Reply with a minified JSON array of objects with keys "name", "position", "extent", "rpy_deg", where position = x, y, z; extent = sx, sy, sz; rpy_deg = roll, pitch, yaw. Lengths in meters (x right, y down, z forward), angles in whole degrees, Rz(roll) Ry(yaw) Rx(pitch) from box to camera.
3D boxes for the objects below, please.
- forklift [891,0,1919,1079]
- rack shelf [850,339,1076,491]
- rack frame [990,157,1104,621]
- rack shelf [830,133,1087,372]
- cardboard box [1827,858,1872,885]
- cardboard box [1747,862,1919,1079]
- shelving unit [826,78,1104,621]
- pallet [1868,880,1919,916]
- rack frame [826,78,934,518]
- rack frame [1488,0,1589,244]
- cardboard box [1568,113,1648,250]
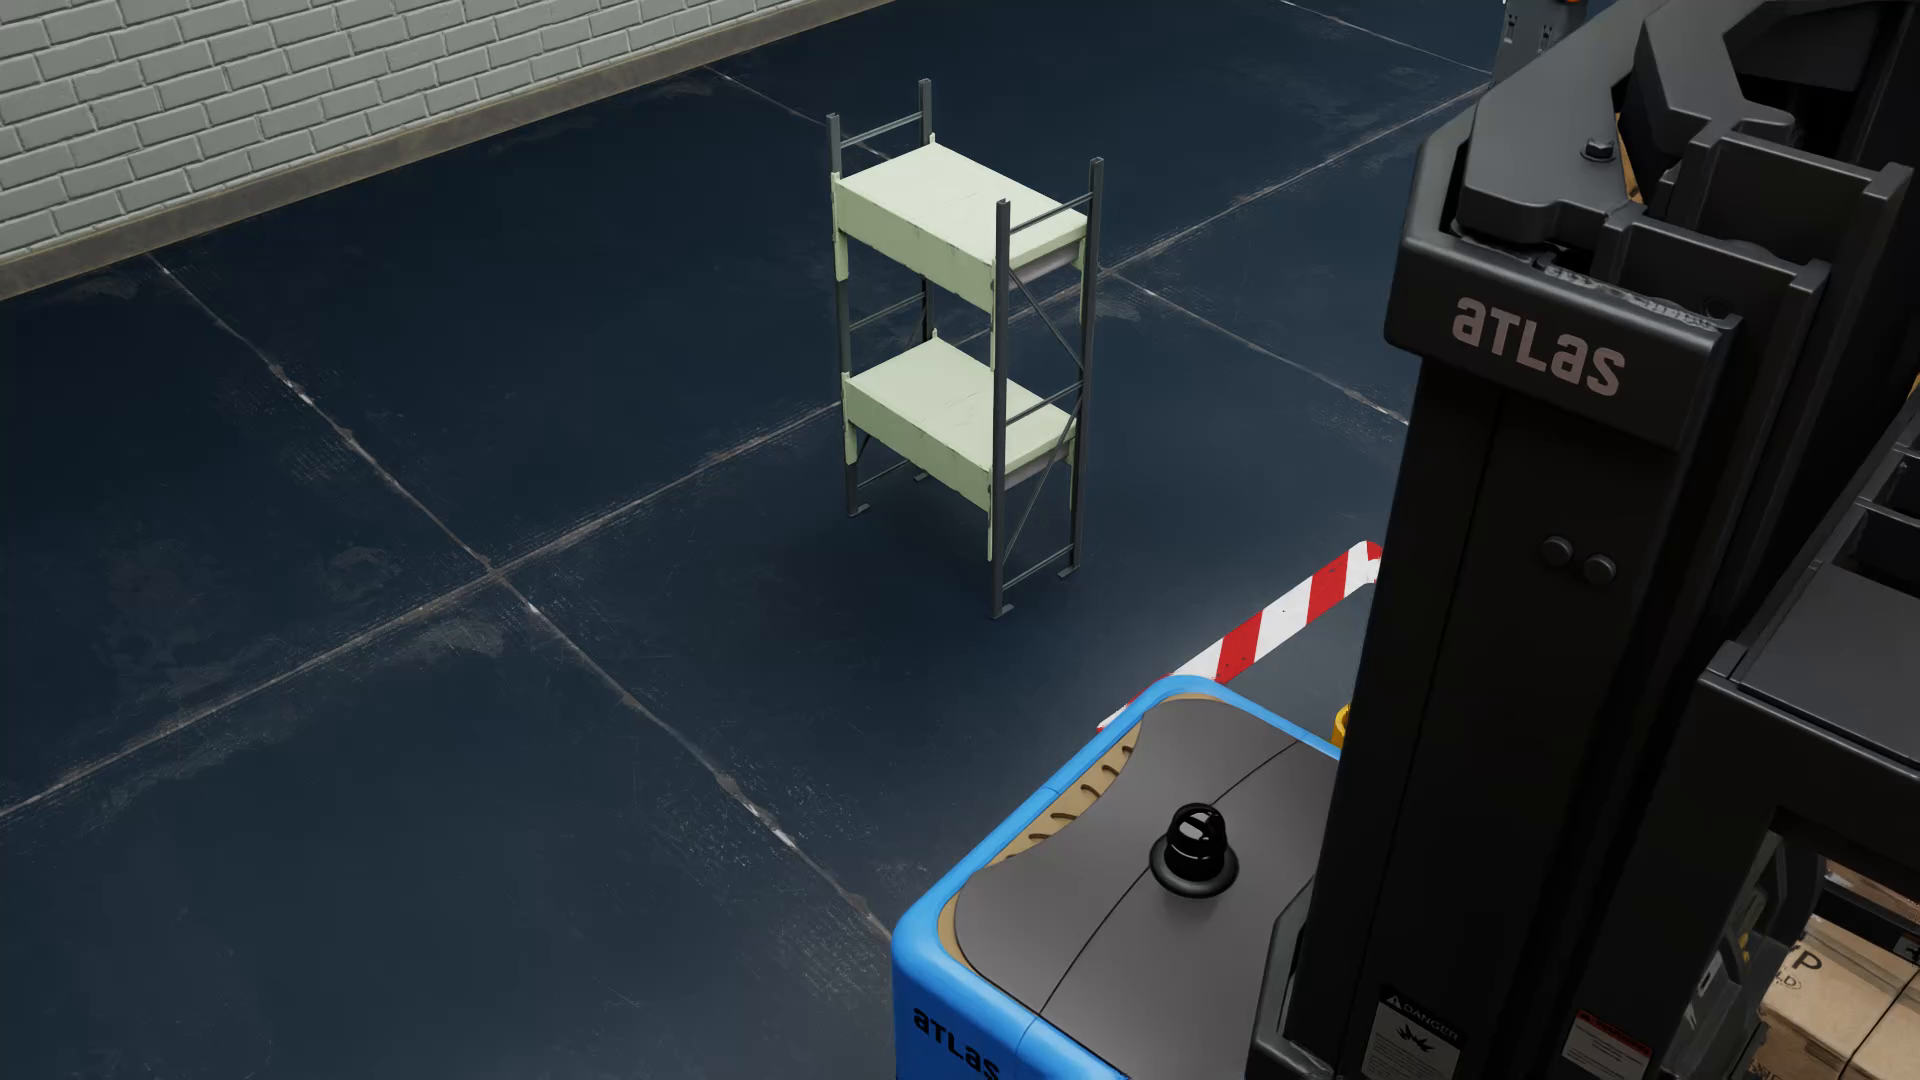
[{"name":"forklift","position":[1.304,0.798,2.429],"extent":[3.031,2.935,1.130],"rpy_deg":[28,47,30]},{"name":"rack shelf","position":[0.005,-0.403,5.418],"extent":[0.368,0.124,0.686],"rpy_deg":[-30,48,-32]},{"name":"rack frame","position":[0.252,-0.411,5.065],"extent":[0.400,1.500,0.023],"rpy_deg":[-30,48,-32]},{"name":"rack shelf","position":[0.005,-0.884,5.030],"extent":[0.431,0.370,0.720],"rpy_deg":[-30,48,-32]},{"name":"cardboard box","position":[2.210,0.800,4.277],"extent":[0.380,0.166,0.250],"rpy_deg":[-30,48,-32]},{"name":"cardboard box","position":[1.950,0.998,3.965],"extent":[0.500,0.250,0.500],"rpy_deg":[-30,48,-32]},{"name":"shelving unit","position":[0.005,-0.580,5.275],"extent":[0.431,1.500,0.755],"rpy_deg":[-30,48,-32]},{"name":"pallet","position":[2.045,0.985,4.363],"extent":[1.003,0.211,1.213],"rpy_deg":[-30,48,-32]},{"name":"rack frame","position":[-0.243,-0.750,5.485],"extent":[0.400,1.500,0.023],"rpy_deg":[-30,48,-32]},{"name":"rack frame","position":[1.453,-0.504,3.987],"extent":[1.000,3.000,0.127],"rpy_deg":[-30,48,-32]},{"name":"cardboard box","position":[1.559,-0.615,3.248],"extent":[0.500,0.500,0.500],"rpy_deg":[-28,47,-31]}]
